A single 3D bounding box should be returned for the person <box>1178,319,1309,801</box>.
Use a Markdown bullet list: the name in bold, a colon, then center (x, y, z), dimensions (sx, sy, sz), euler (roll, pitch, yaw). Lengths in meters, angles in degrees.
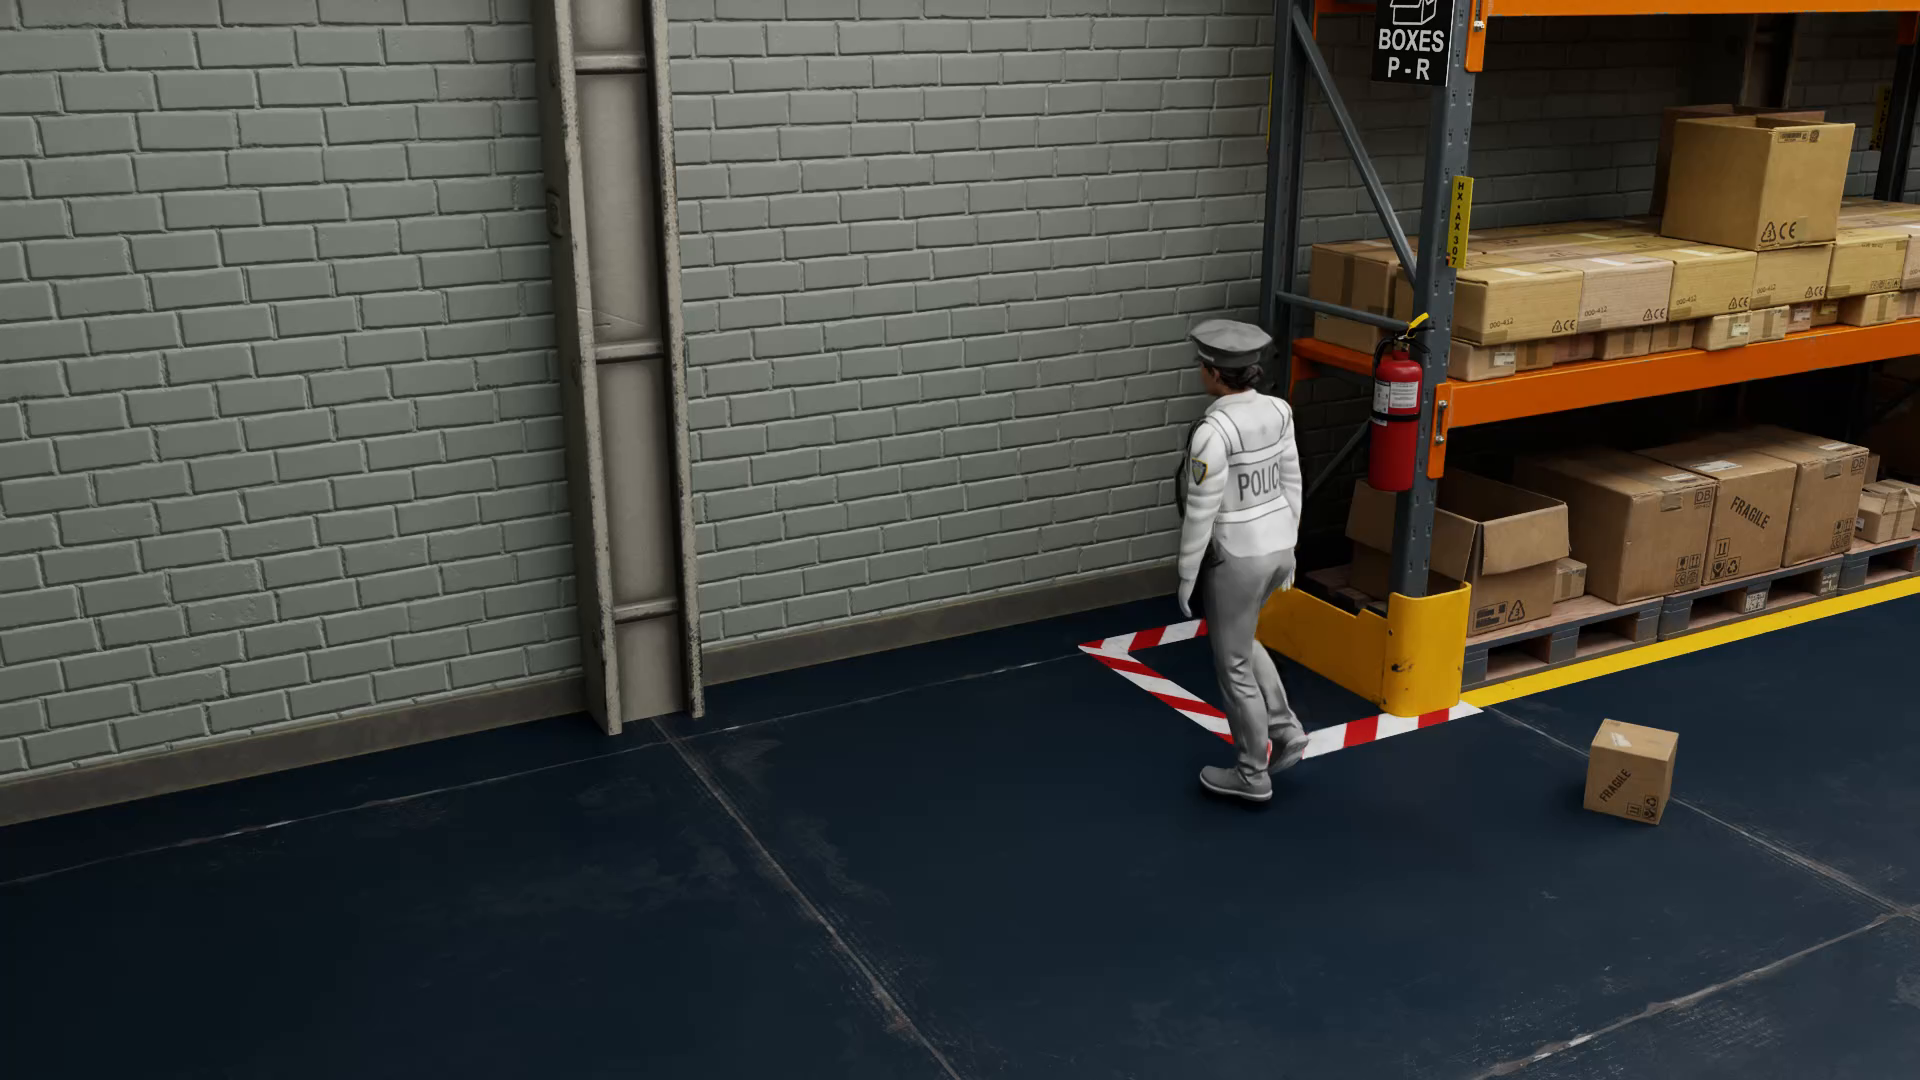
- **person**: center (14.173, -2.127, 5.739), dimensions (18.646, 5.841, 19.660), euler (17, 25, 41)
